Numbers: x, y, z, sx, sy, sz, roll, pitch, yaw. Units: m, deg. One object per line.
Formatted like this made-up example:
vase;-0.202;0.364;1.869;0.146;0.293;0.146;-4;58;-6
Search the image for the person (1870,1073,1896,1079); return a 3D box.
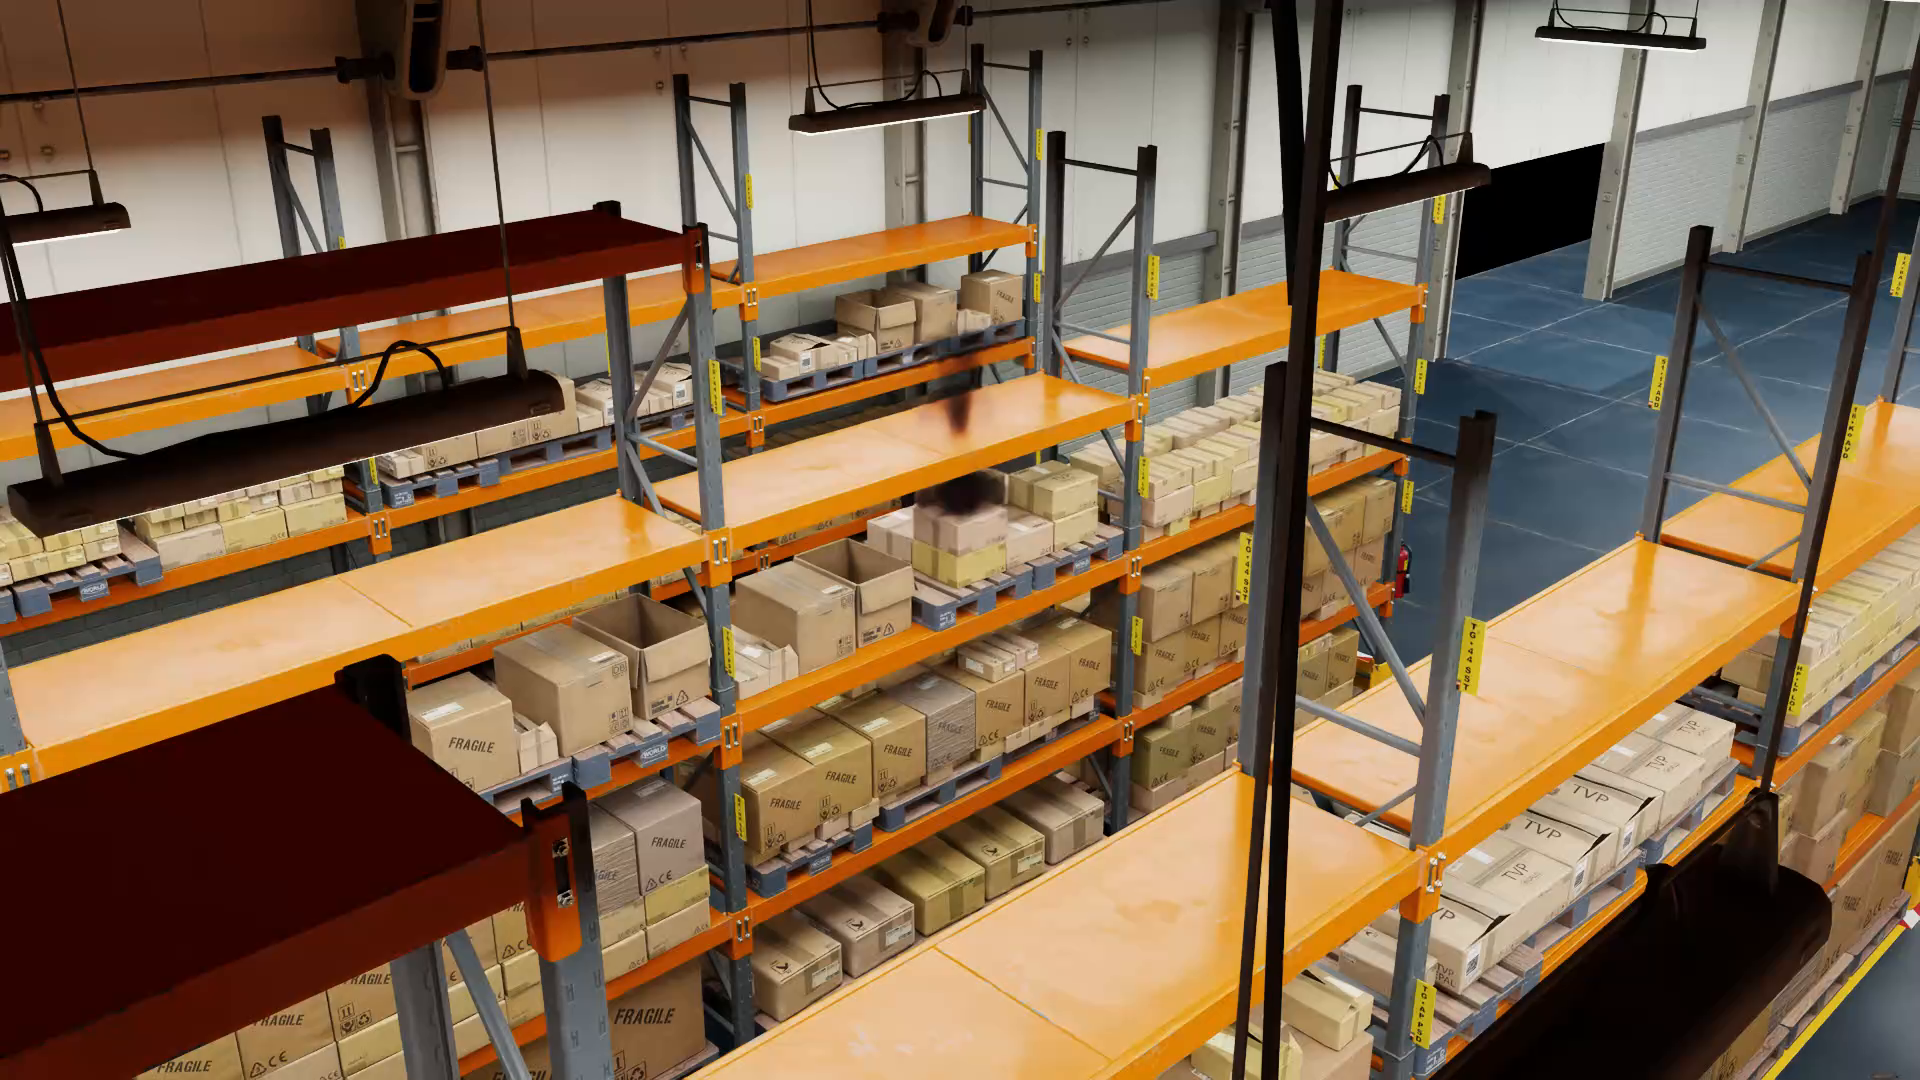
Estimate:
person;5.053;3.842;9.517;0.775;1.605;0.548;-20;29;-39
